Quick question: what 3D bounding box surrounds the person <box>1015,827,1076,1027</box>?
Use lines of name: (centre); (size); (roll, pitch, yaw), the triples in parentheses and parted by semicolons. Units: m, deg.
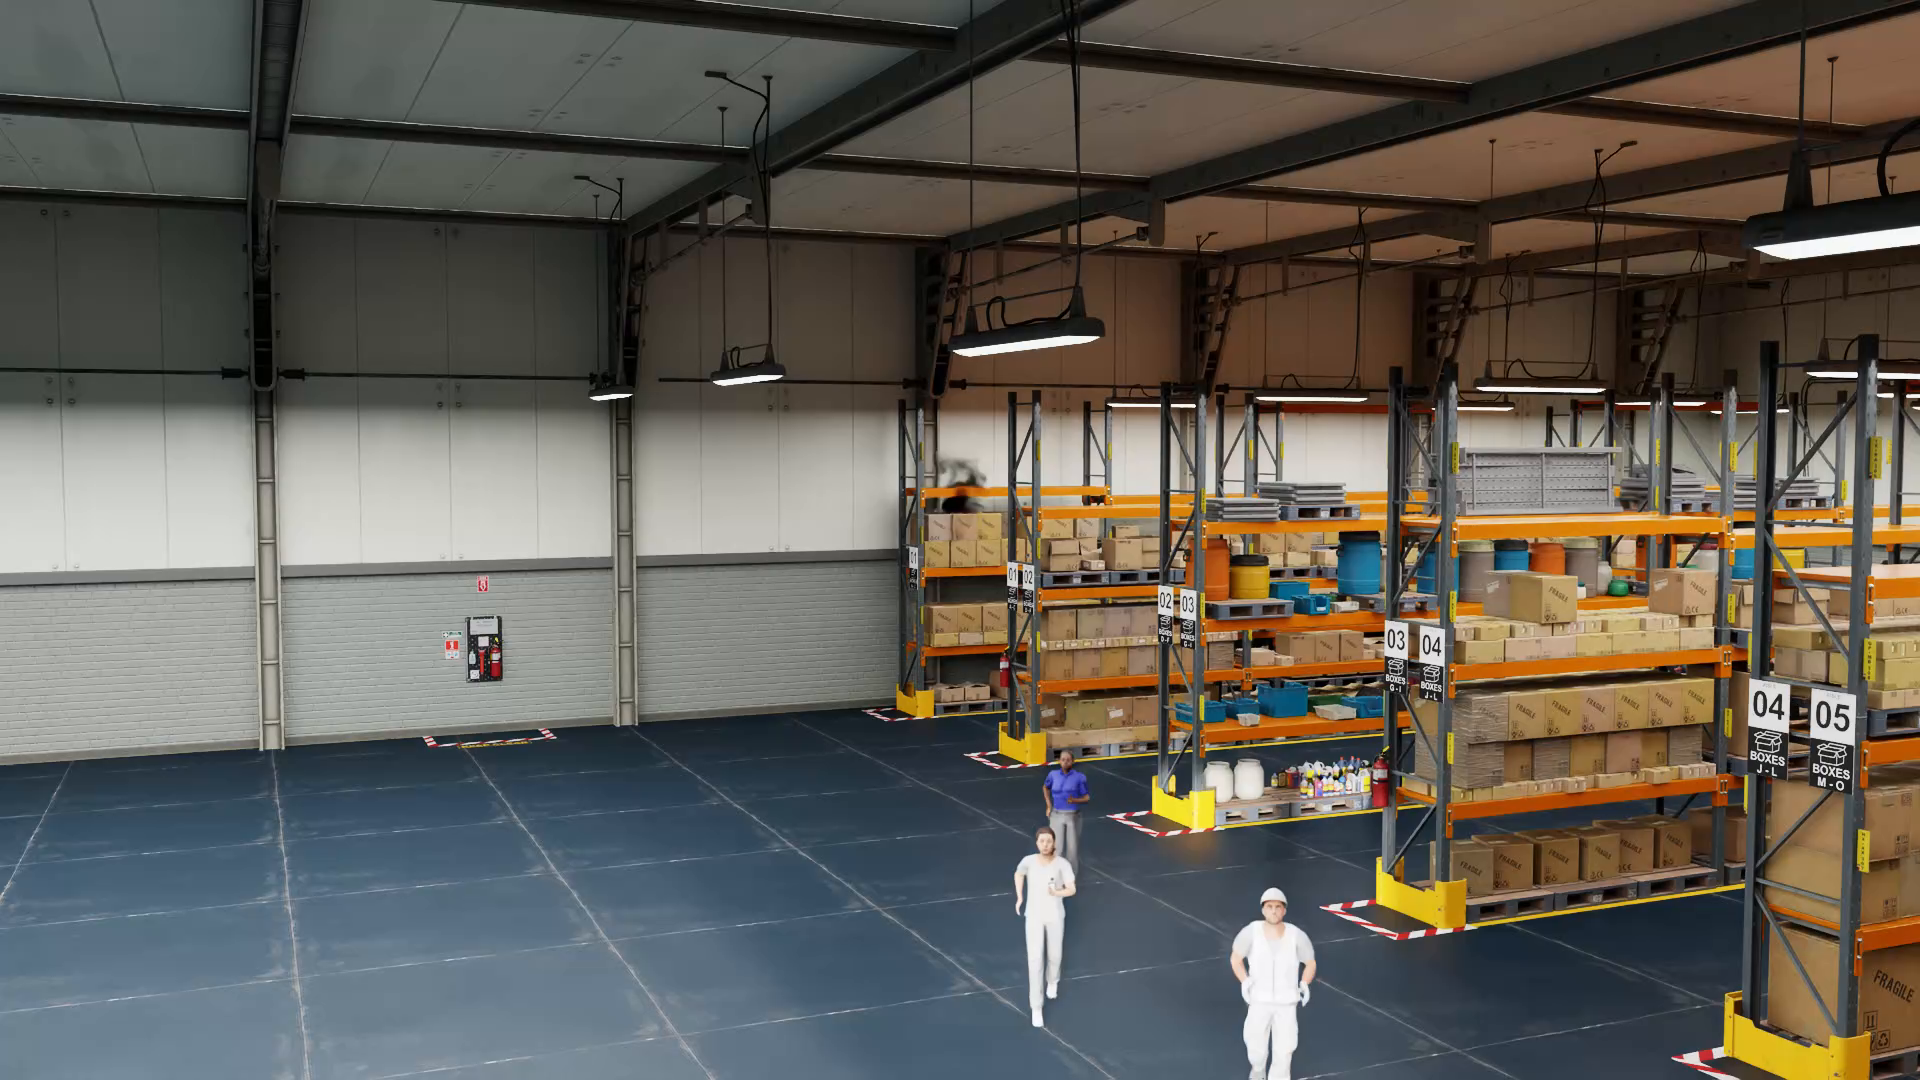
person: (0.767, 3.422, 15.013); (0.557, 1.673, 0.947); (0, 3, 3)

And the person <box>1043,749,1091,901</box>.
person: (1.206, 3.228, 18.898); (0.556, 1.717, 0.718); (0, 3, 7)

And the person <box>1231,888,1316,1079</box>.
person: (2.416, 3.541, 12.819); (0.654, 1.734, 0.620); (1, 3, 9)
